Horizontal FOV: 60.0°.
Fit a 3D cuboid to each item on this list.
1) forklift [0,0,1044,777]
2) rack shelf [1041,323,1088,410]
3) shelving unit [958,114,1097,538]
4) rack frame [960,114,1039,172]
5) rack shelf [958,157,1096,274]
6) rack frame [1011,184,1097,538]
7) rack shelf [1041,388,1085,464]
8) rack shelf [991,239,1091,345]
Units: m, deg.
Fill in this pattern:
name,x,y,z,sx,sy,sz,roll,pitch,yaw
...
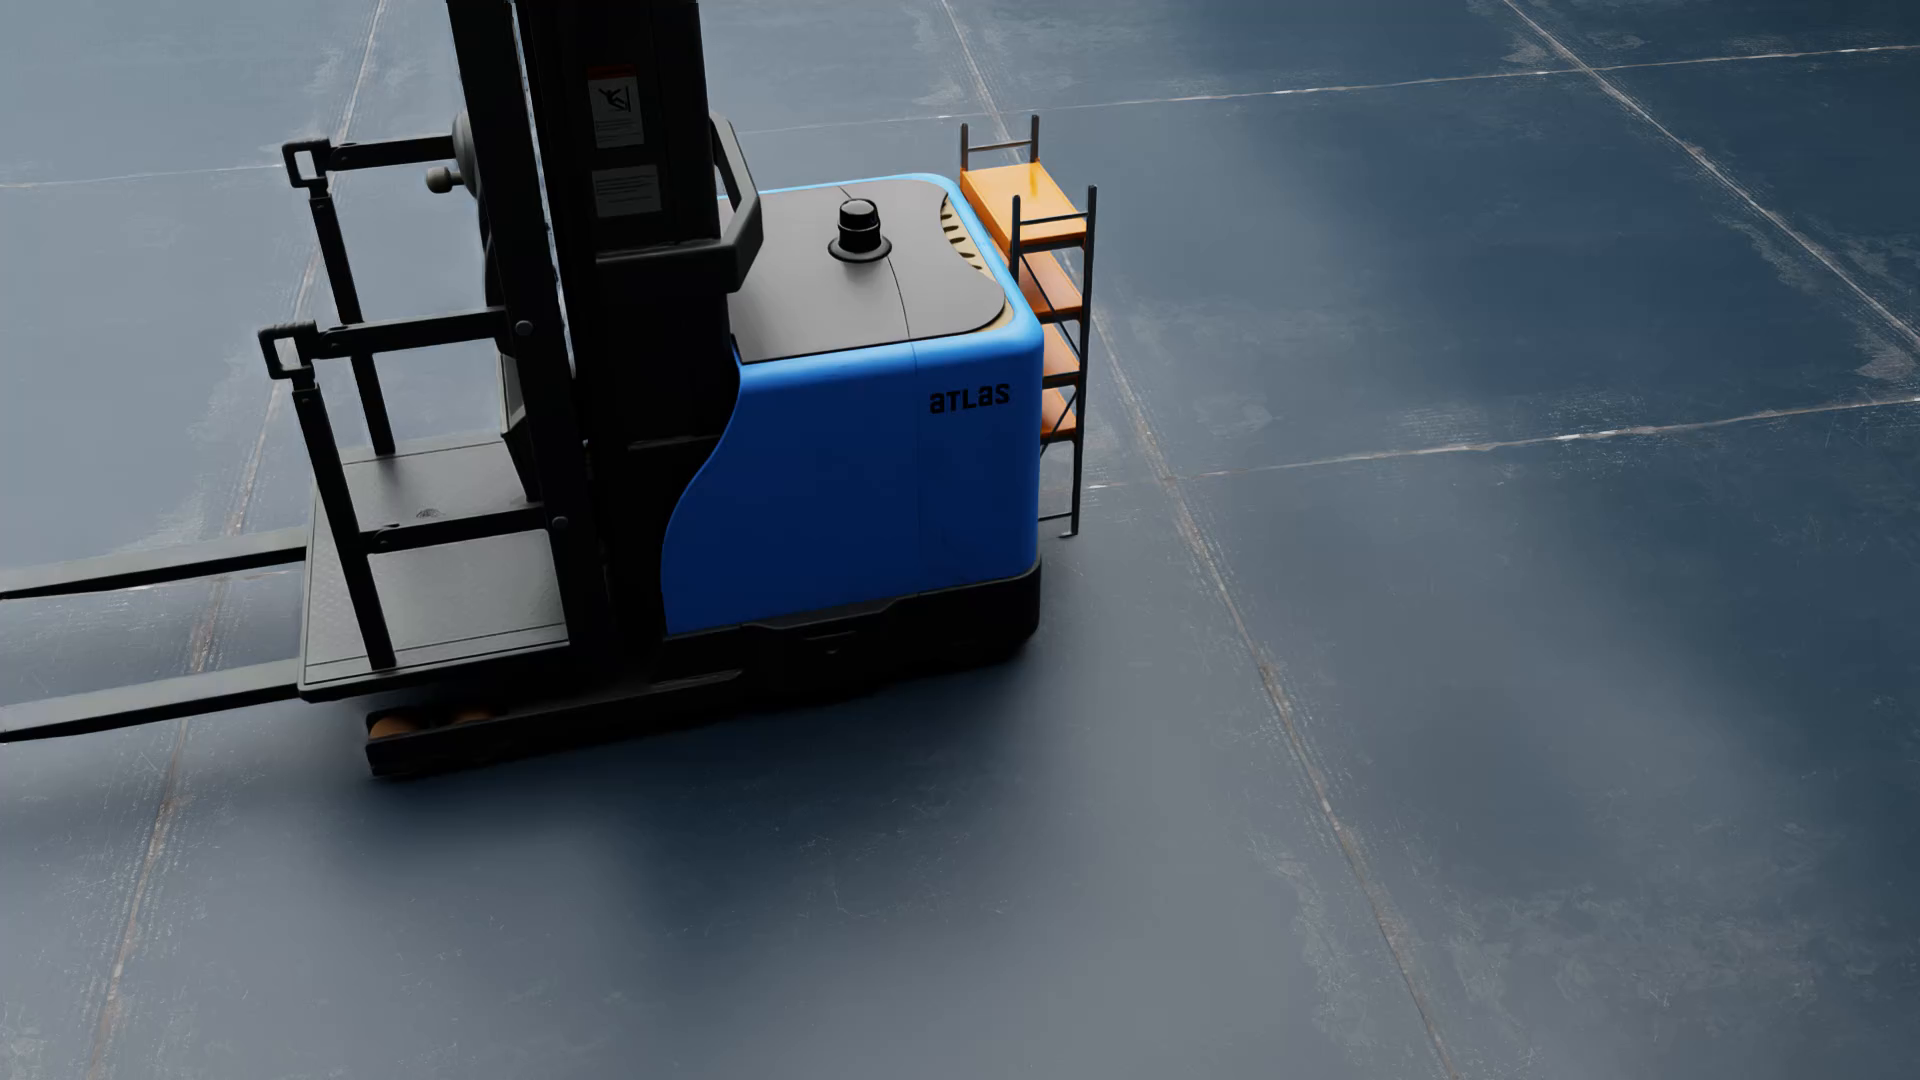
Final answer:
name,x,y,z,sx,sy,sz,roll,pitch,yaw
forklift,-1.346,-0.890,4.006,3.031,2.935,1.130,-9,39,-12
rack shelf,0.187,-0.564,5.108,0.258,0.148,0.480,-10,39,-13
shelving unit,0.187,-0.618,5.067,0.258,1.200,0.503,-10,39,-13
rack frame,0.117,-0.761,5.251,0.240,1.200,0.015,-10,39,-13
rack shelf,0.187,-0.928,4.826,0.258,0.148,0.480,-10,39,-13
rack frame,0.257,-0.474,4.882,0.240,1.200,0.015,-10,39,-13
rack shelf,0.187,-0.408,5.230,0.258,0.148,0.480,-10,39,-13
rack shelf,0.187,-0.741,4.971,0.258,0.148,0.480,-10,39,-13
